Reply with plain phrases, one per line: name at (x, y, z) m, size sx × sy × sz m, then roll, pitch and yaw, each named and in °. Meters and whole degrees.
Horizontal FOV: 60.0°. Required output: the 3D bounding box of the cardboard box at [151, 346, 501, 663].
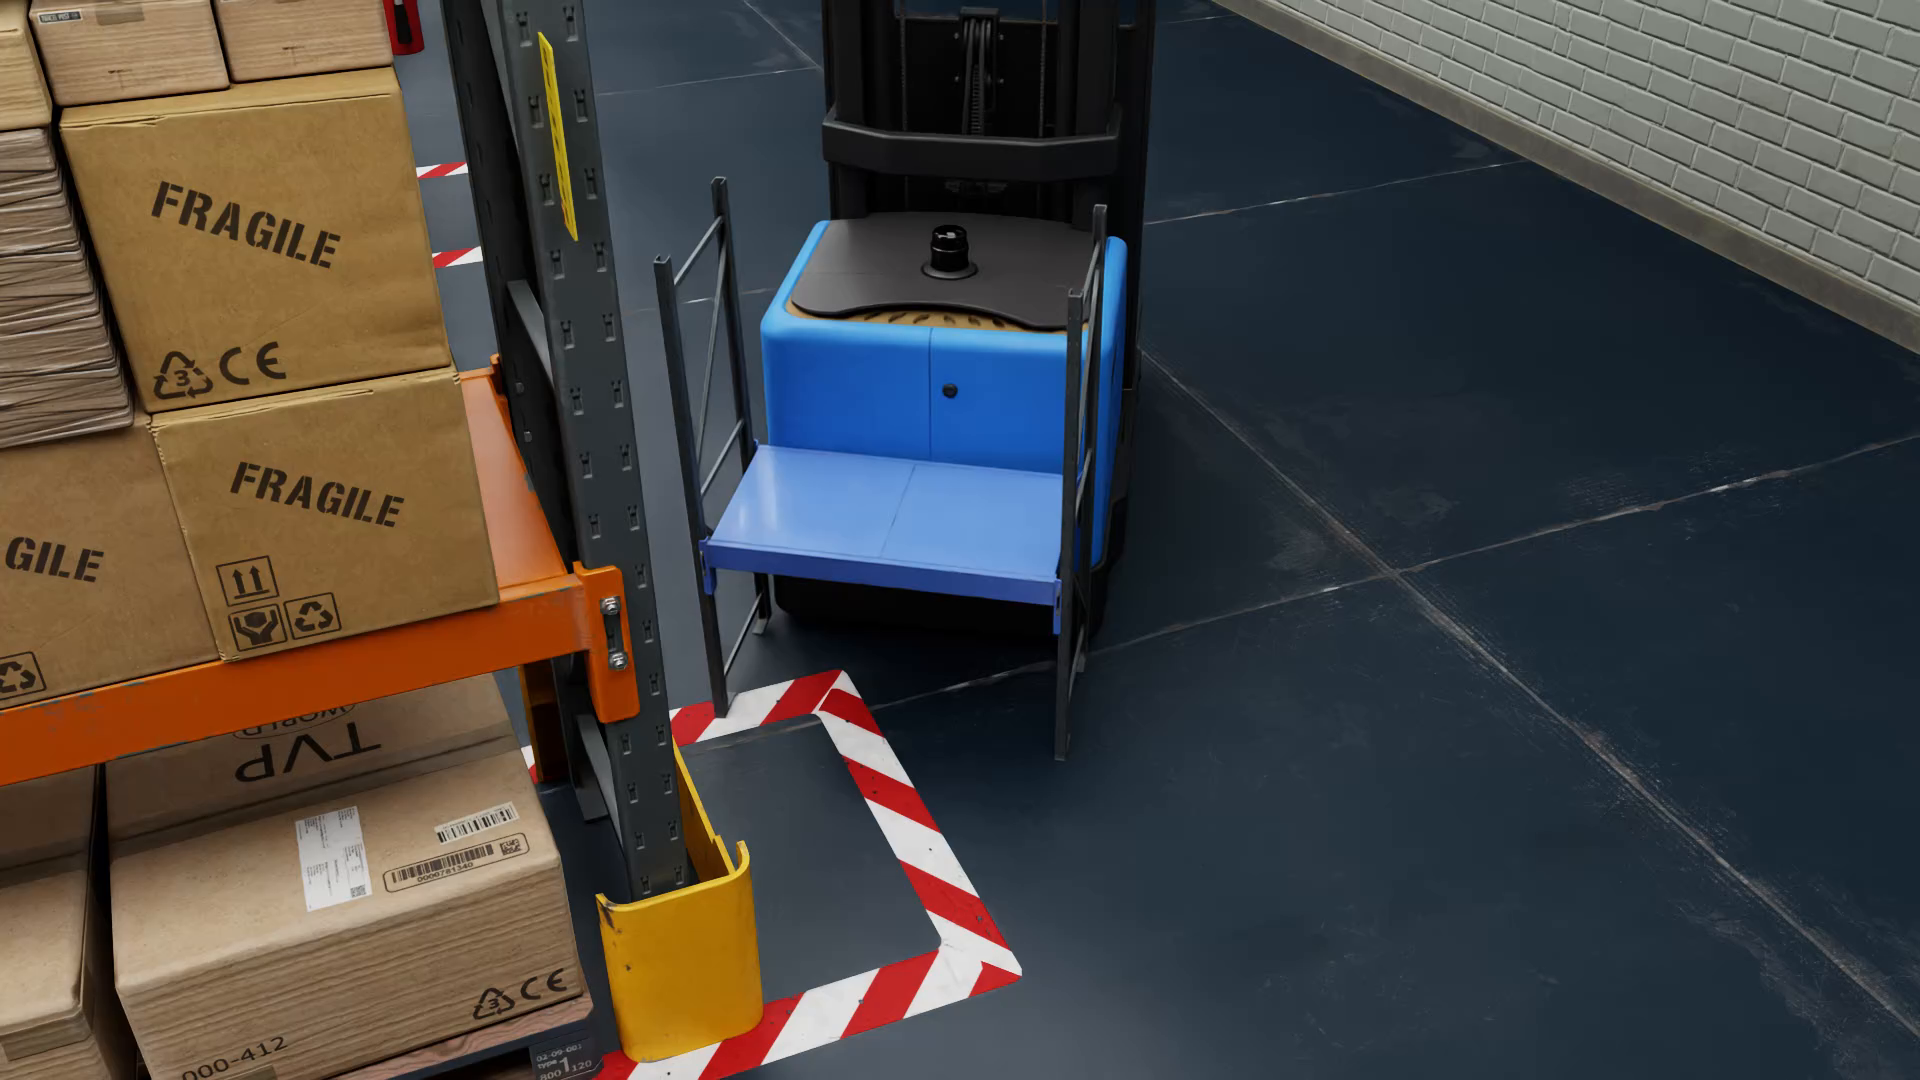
cardboard box at (-1.201, -0.159, 3.152) m, size 0.500 × 0.500 × 0.500 m, roll -13°, pitch 35°, yaw -19°

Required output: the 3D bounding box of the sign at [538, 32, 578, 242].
sign at (-0.661, -0.660, 2.736) m, size 0.005 × 0.325 × 0.100 m, roll -13°, pitch 35°, yaw -19°

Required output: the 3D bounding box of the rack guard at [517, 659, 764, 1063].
rack guard at (-0.837, 0.691, 4.230) m, size 0.348 × 0.500 × 1.175 m, roll -13°, pitch 35°, yaw -19°

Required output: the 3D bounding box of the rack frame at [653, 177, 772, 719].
rack frame at (-0.674, -0.219, 4.681) m, size 0.032 × 1.500 × 0.500 m, roll 6°, pitch 37°, yaw 9°

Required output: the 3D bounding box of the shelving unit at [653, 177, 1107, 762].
shelving unit at (-0.175, -0.166, 4.599) m, size 1.048 × 1.500 × 0.538 m, roll 6°, pitch 37°, yaw 9°

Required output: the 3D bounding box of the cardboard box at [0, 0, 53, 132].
cardboard box at (-1.542, -0.746, 2.542) m, size 0.250 × 0.149 × 0.380 m, roll -13°, pitch 35°, yaw -19°

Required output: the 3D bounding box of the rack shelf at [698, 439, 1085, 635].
rack shelf at (-0.173, -0.022, 4.707) m, size 1.000 × 0.185 × 0.538 m, roll 6°, pitch 37°, yaw 9°

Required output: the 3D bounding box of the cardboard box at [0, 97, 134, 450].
cardboard box at (-1.682, -0.466, 2.707) m, size 0.500 × 0.500 × 0.500 m, roll -13°, pitch 35°, yaw -19°

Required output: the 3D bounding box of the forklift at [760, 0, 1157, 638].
forklift at (0.127, -1.713, 5.695) m, size 1.130 × 2.935 × 3.031 m, roll 4°, pitch 33°, yaw 7°

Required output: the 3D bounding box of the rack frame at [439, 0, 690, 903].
rack frame at (-0.859, -0.352, 3.540) m, size 0.127 × 3.000 × 1.000 m, roll -13°, pitch 35°, yaw -19°

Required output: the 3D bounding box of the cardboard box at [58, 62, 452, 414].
cardboard box at (-1.211, -0.591, 2.900) m, size 0.500 × 0.500 × 0.500 m, roll -12°, pitch 35°, yaw -17°

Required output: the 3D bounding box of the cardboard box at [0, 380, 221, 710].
cardboard box at (-1.670, -0.060, 3.001) m, size 0.500 × 0.500 × 0.500 m, roll -14°, pitch 35°, yaw -20°

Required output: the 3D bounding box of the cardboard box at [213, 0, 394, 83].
cardboard box at (-1.112, -0.908, 2.792) m, size 0.250 × 0.149 × 0.380 m, roll -12°, pitch 35°, yaw -18°

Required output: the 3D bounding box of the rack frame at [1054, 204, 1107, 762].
rack frame at (0.324, -0.113, 4.518) m, size 0.032 × 1.500 × 0.500 m, roll 6°, pitch 37°, yaw 9°

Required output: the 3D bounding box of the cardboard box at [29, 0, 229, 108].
cardboard box at (-1.337, -0.842, 2.691) m, size 0.250 × 0.149 × 0.380 m, roll -12°, pitch 35°, yaw -18°

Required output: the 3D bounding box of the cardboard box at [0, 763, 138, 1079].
cardboard box at (-2.269, 0.933, 3.529) m, size 0.875 × 0.438 × 0.875 m, roll -12°, pitch 35°, yaw -18°

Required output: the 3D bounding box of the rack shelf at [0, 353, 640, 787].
rack shelf at (-2.703, 0.372, 3.087) m, size 4.000 × 0.370 × 1.077 m, roll -13°, pitch 35°, yaw -19°

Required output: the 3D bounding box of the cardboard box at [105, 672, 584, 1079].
cardboard box at (-1.428, 0.736, 3.833) m, size 0.875 × 0.438 × 0.875 m, roll -14°, pitch 36°, yaw -21°

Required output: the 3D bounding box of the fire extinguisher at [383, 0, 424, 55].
fire extinguisher at (-2.457, -2.452, 7.181) m, size 0.183 × 0.674 × 0.296 m, roll -13°, pitch 35°, yaw -19°

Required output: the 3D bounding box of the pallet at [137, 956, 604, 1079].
pallet at (-1.566, 1.025, 3.981) m, size 1.213 × 0.211 × 1.003 m, roll -13°, pitch 35°, yaw -19°
